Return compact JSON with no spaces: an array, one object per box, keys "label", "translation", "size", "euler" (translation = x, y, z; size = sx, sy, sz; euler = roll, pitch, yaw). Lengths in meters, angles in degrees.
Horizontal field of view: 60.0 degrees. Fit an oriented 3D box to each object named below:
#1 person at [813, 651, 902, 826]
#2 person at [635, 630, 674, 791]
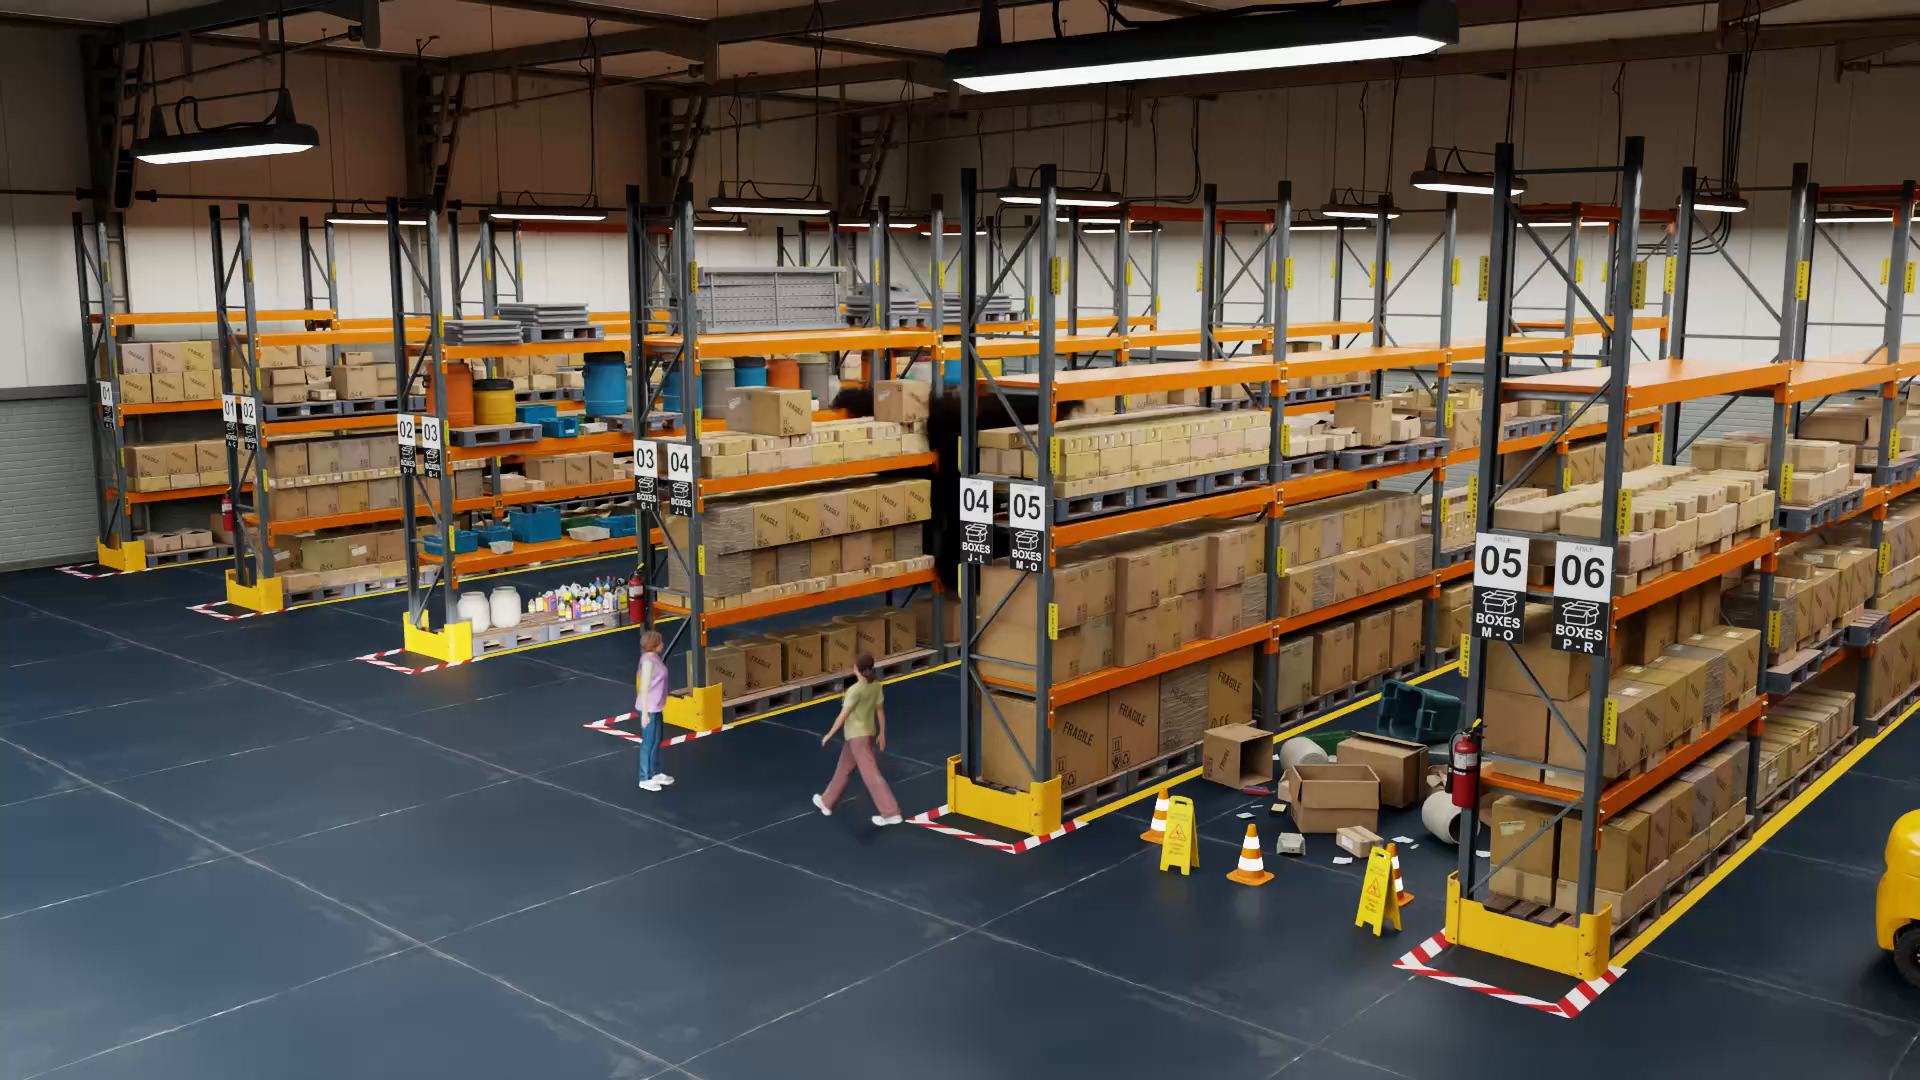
[{"label":"person","translation":[-0.977,1.818,15.417],"size":[1.030,1.611,0.468],"euler":[4,10,21]},{"label":"person","translation":[-3.042,1.677,16.403],"size":[0.329,1.608,0.491],"euler":[0,9,3]}]
